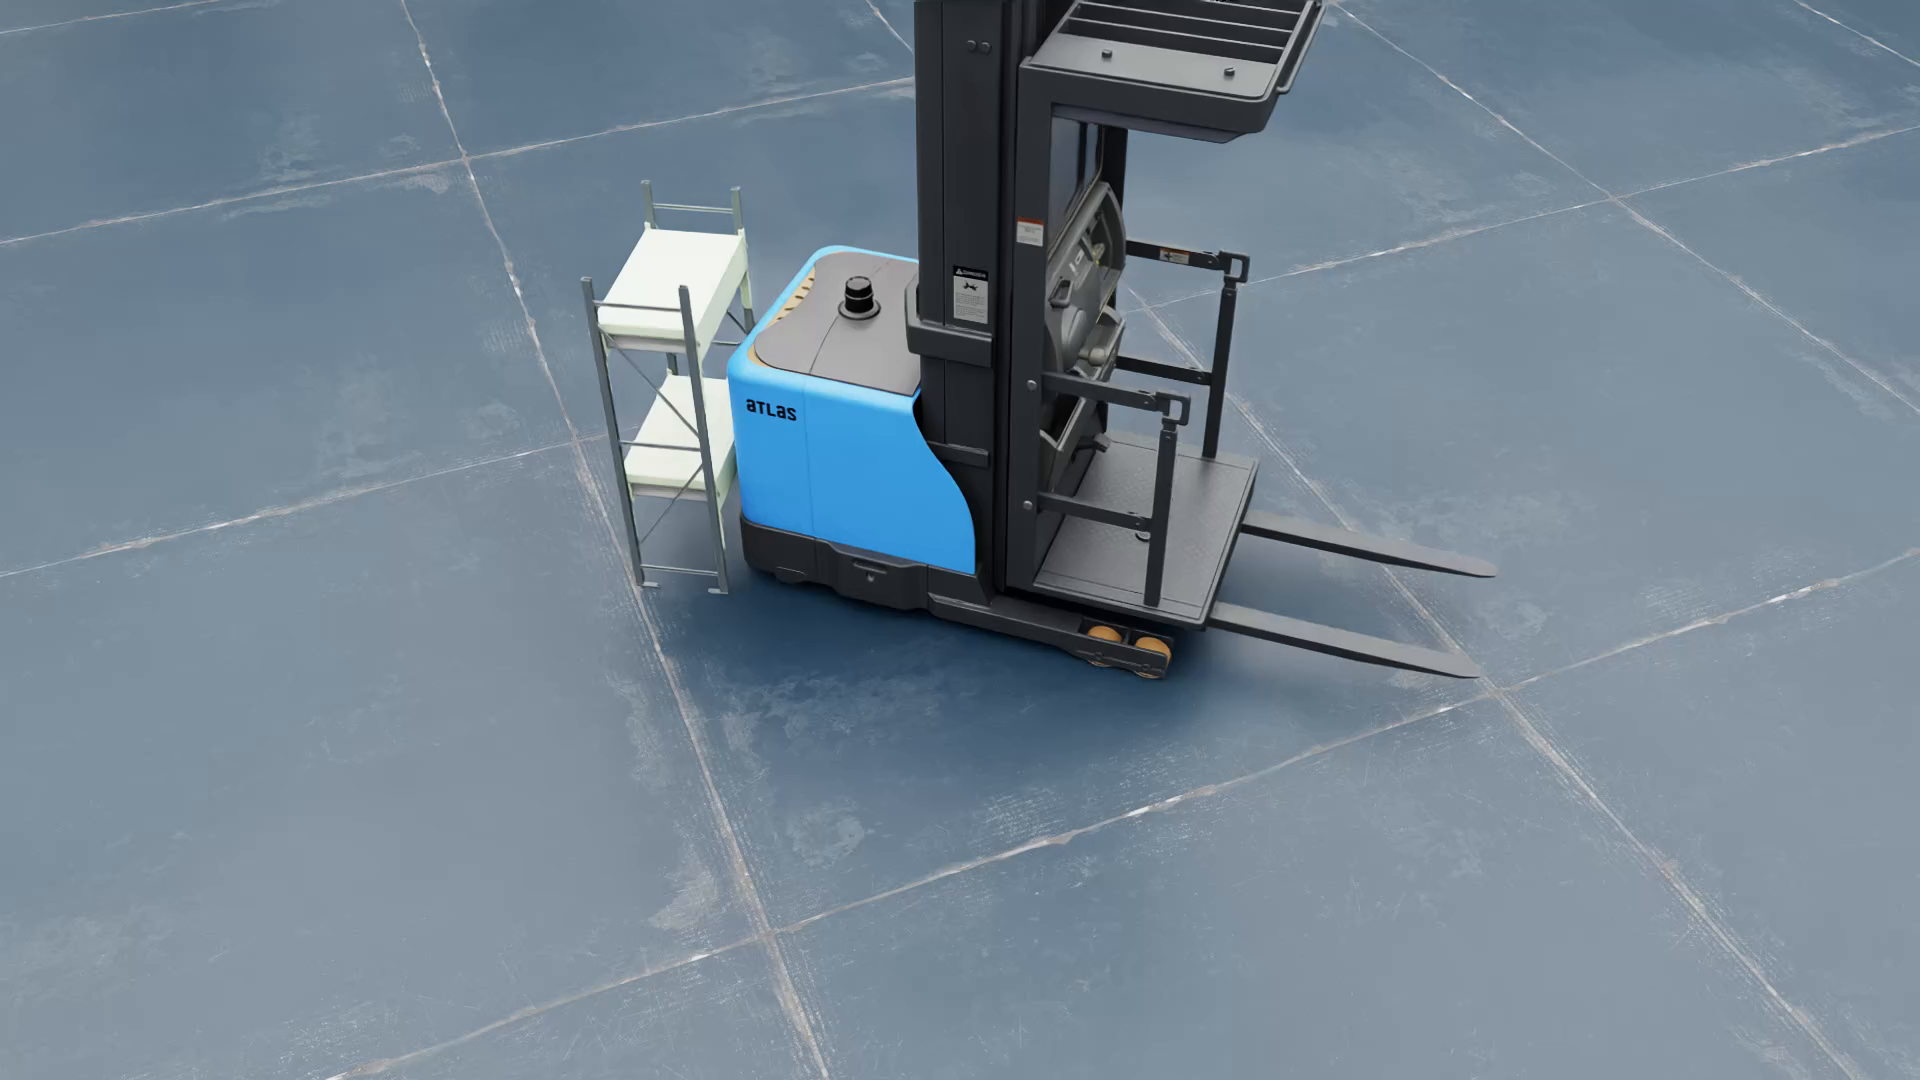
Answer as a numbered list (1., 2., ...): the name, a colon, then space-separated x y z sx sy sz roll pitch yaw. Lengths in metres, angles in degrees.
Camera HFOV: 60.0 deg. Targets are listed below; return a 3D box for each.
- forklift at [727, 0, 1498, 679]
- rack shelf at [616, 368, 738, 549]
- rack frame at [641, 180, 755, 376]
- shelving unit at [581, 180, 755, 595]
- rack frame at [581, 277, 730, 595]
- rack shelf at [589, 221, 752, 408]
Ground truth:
1. forklift: 0.653 -0.954 6.111 3.031 2.935 1.130 13 42 15
2. rack shelf: -1.115 -0.353 7.006 0.431 0.370 0.720 5 41 7
3. rack frame: -1.061 -0.836 7.068 0.400 1.500 0.023 5 41 7
4. shelving unit: -1.118 -0.600 6.794 0.431 1.500 0.755 5 41 7
5. rack frame: -1.175 -0.364 6.520 0.400 1.500 0.023 5 41 7
6. rack shelf: -1.122 -0.896 6.540 0.431 0.370 0.720 5 41 7
